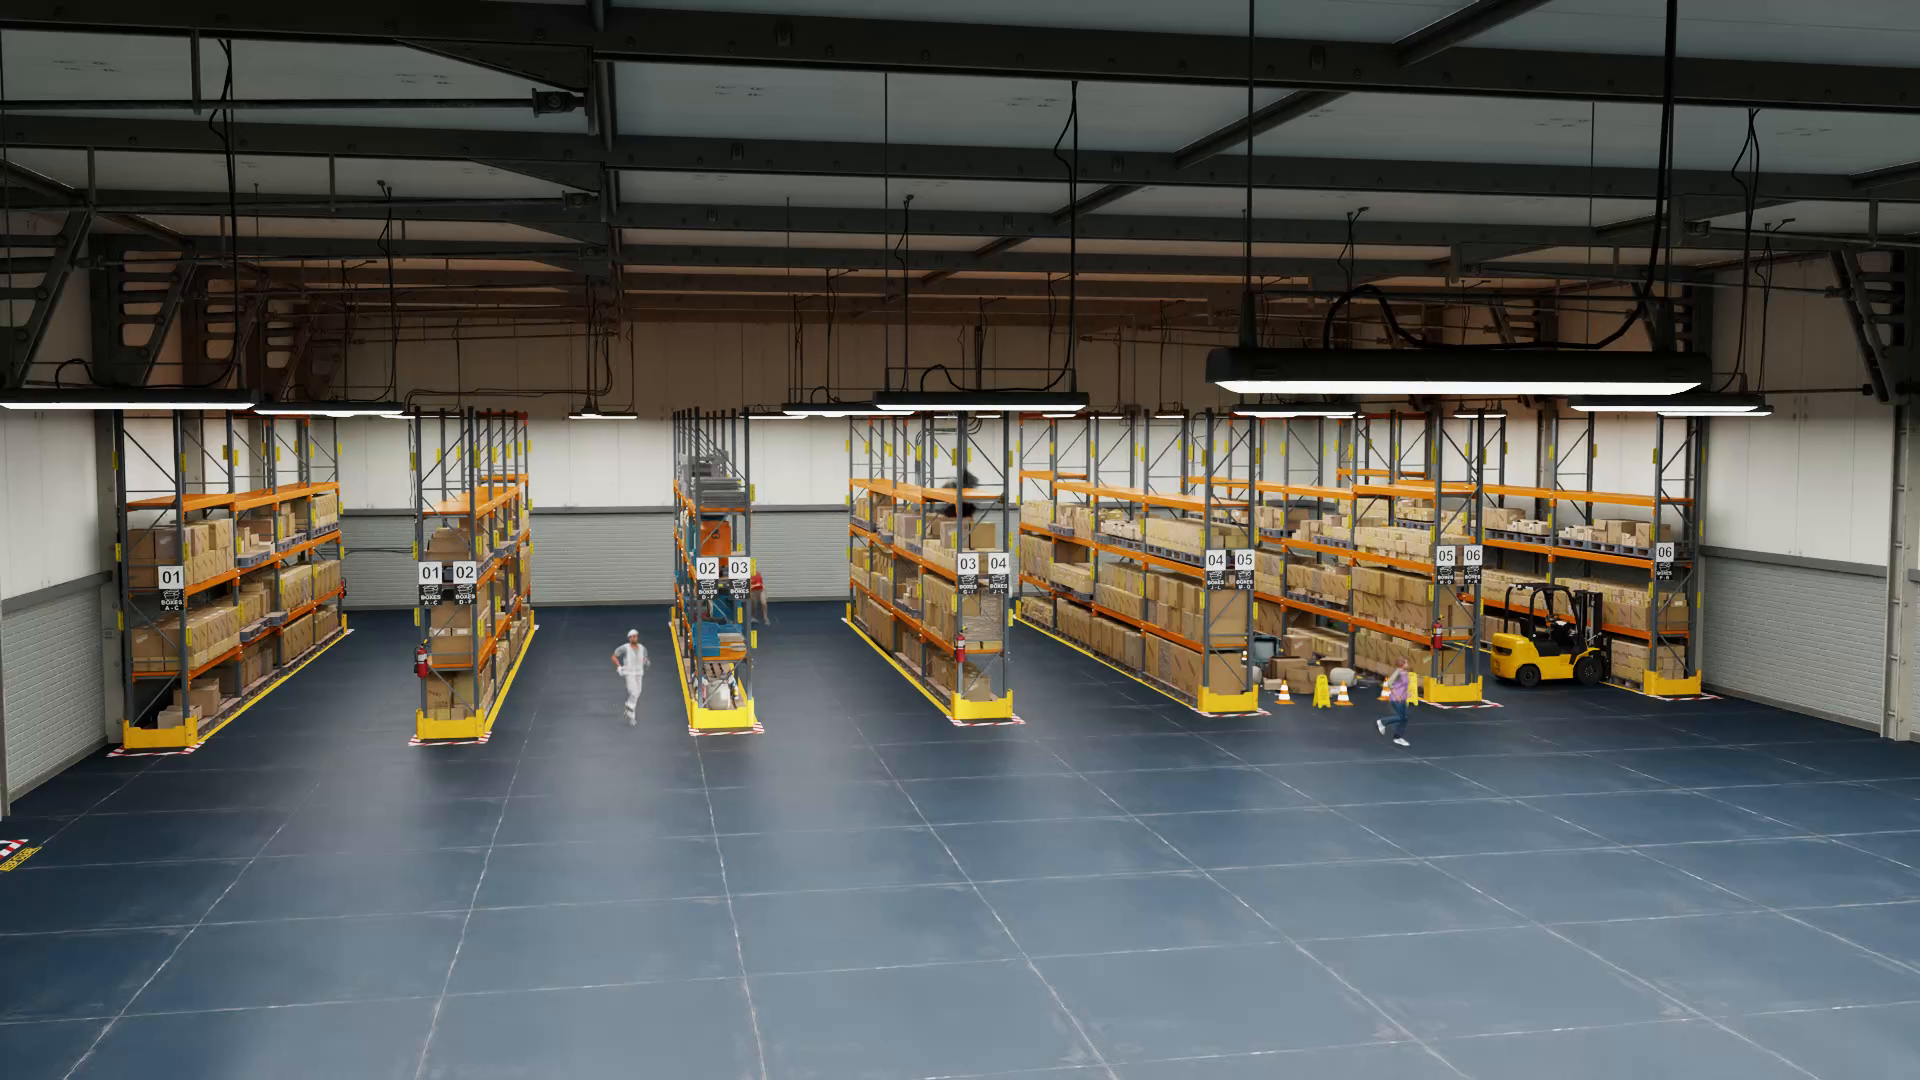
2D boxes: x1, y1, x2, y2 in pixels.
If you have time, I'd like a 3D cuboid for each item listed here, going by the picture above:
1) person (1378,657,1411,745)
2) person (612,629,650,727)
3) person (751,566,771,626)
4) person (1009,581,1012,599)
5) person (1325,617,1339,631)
[{"bbox_3d":[7.760,2.849,29.647,0.573,1.566,0.560,3,5,33],"label":"person"},{"bbox_3d":[-6.168,2.603,31.436,0.632,1.830,0.754,-4,6,-43],"label":"person"},{"bbox_3d":[-5.792,1.575,46.927,0.659,1.671,0.864,-3,5,-38],"label":"person"},{"bbox_3d":[1.156,1.656,45.269,0.632,1.727,0.900,-1,4,-13],"label":"person"},{"bbox_3d":[9.915,1.634,44.454,0.660,1.790,0.954,-1,4,-15],"label":"person"}]
